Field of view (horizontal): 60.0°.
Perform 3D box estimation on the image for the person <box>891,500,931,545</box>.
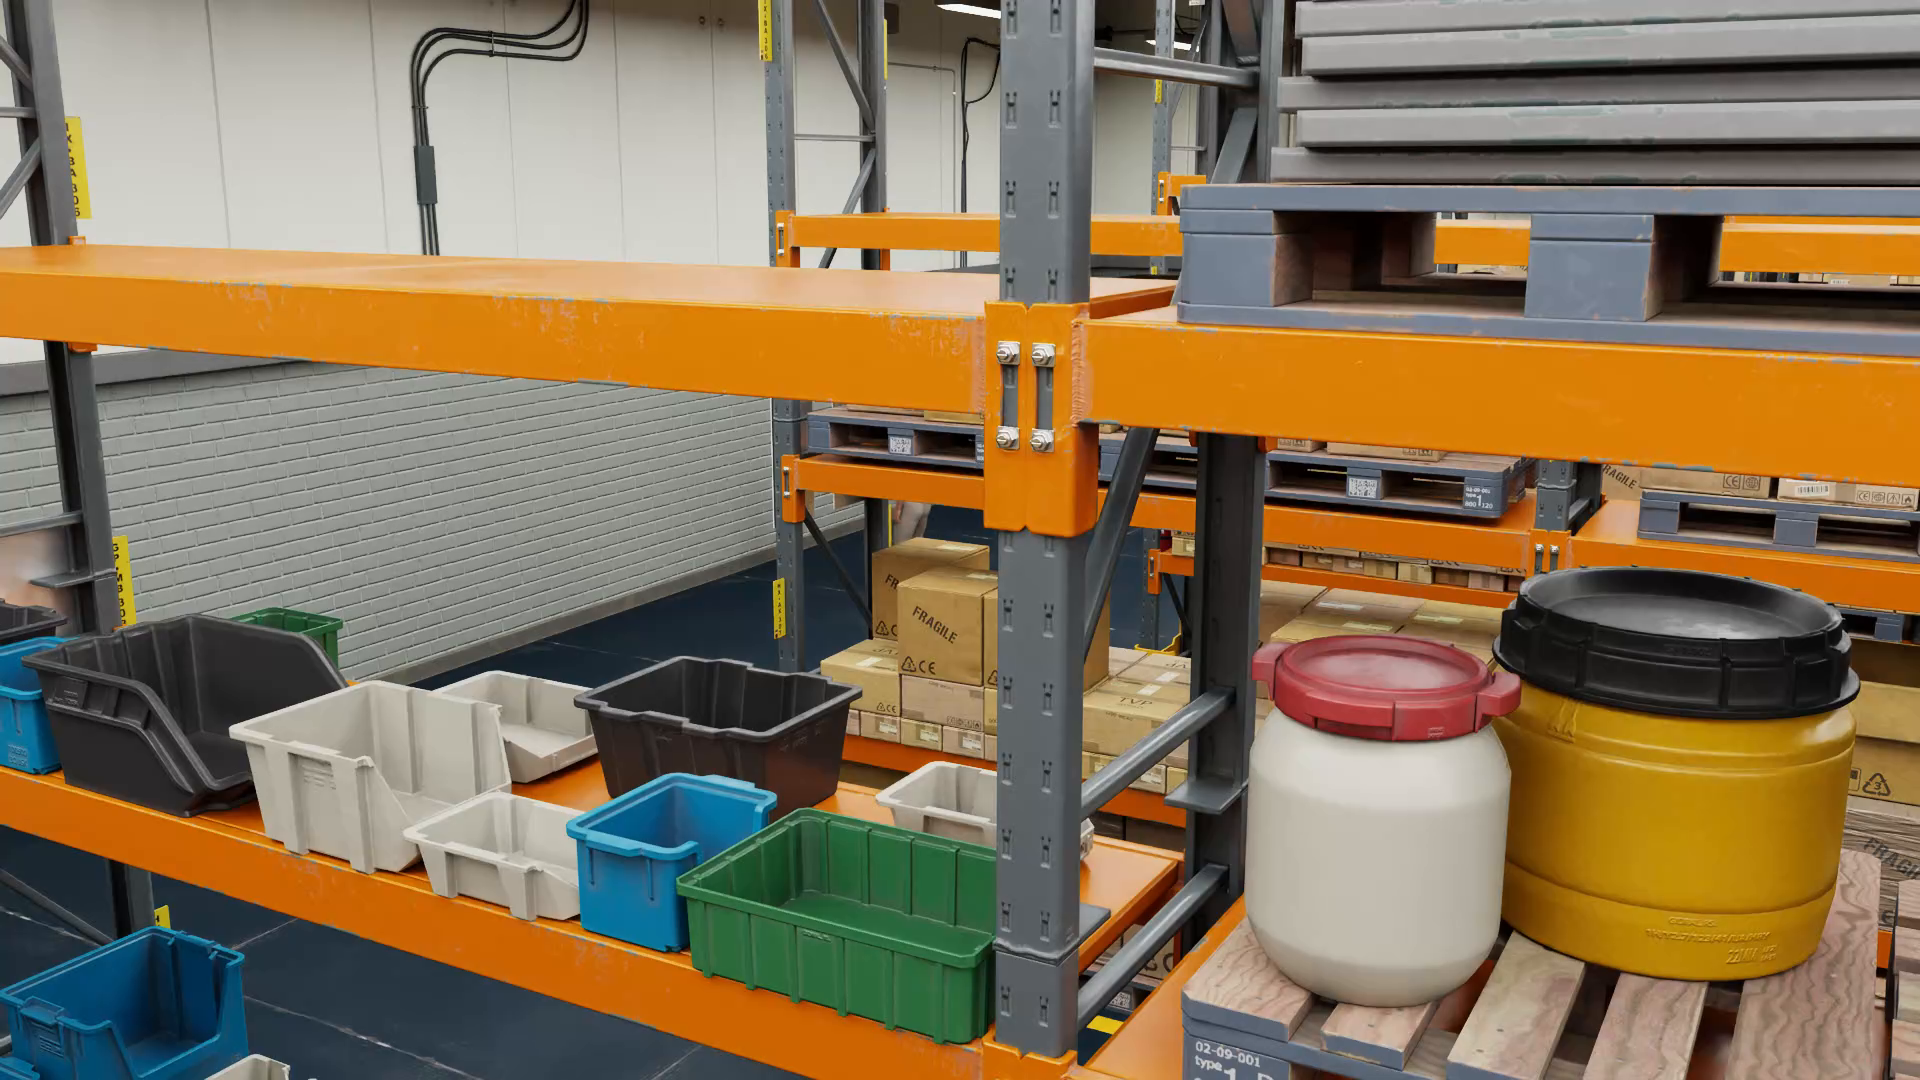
[{"bbox_3d":[-0.538,-0.365,17.649,0.393,1.727,0.586,7,14,29],"label":"person"}]
